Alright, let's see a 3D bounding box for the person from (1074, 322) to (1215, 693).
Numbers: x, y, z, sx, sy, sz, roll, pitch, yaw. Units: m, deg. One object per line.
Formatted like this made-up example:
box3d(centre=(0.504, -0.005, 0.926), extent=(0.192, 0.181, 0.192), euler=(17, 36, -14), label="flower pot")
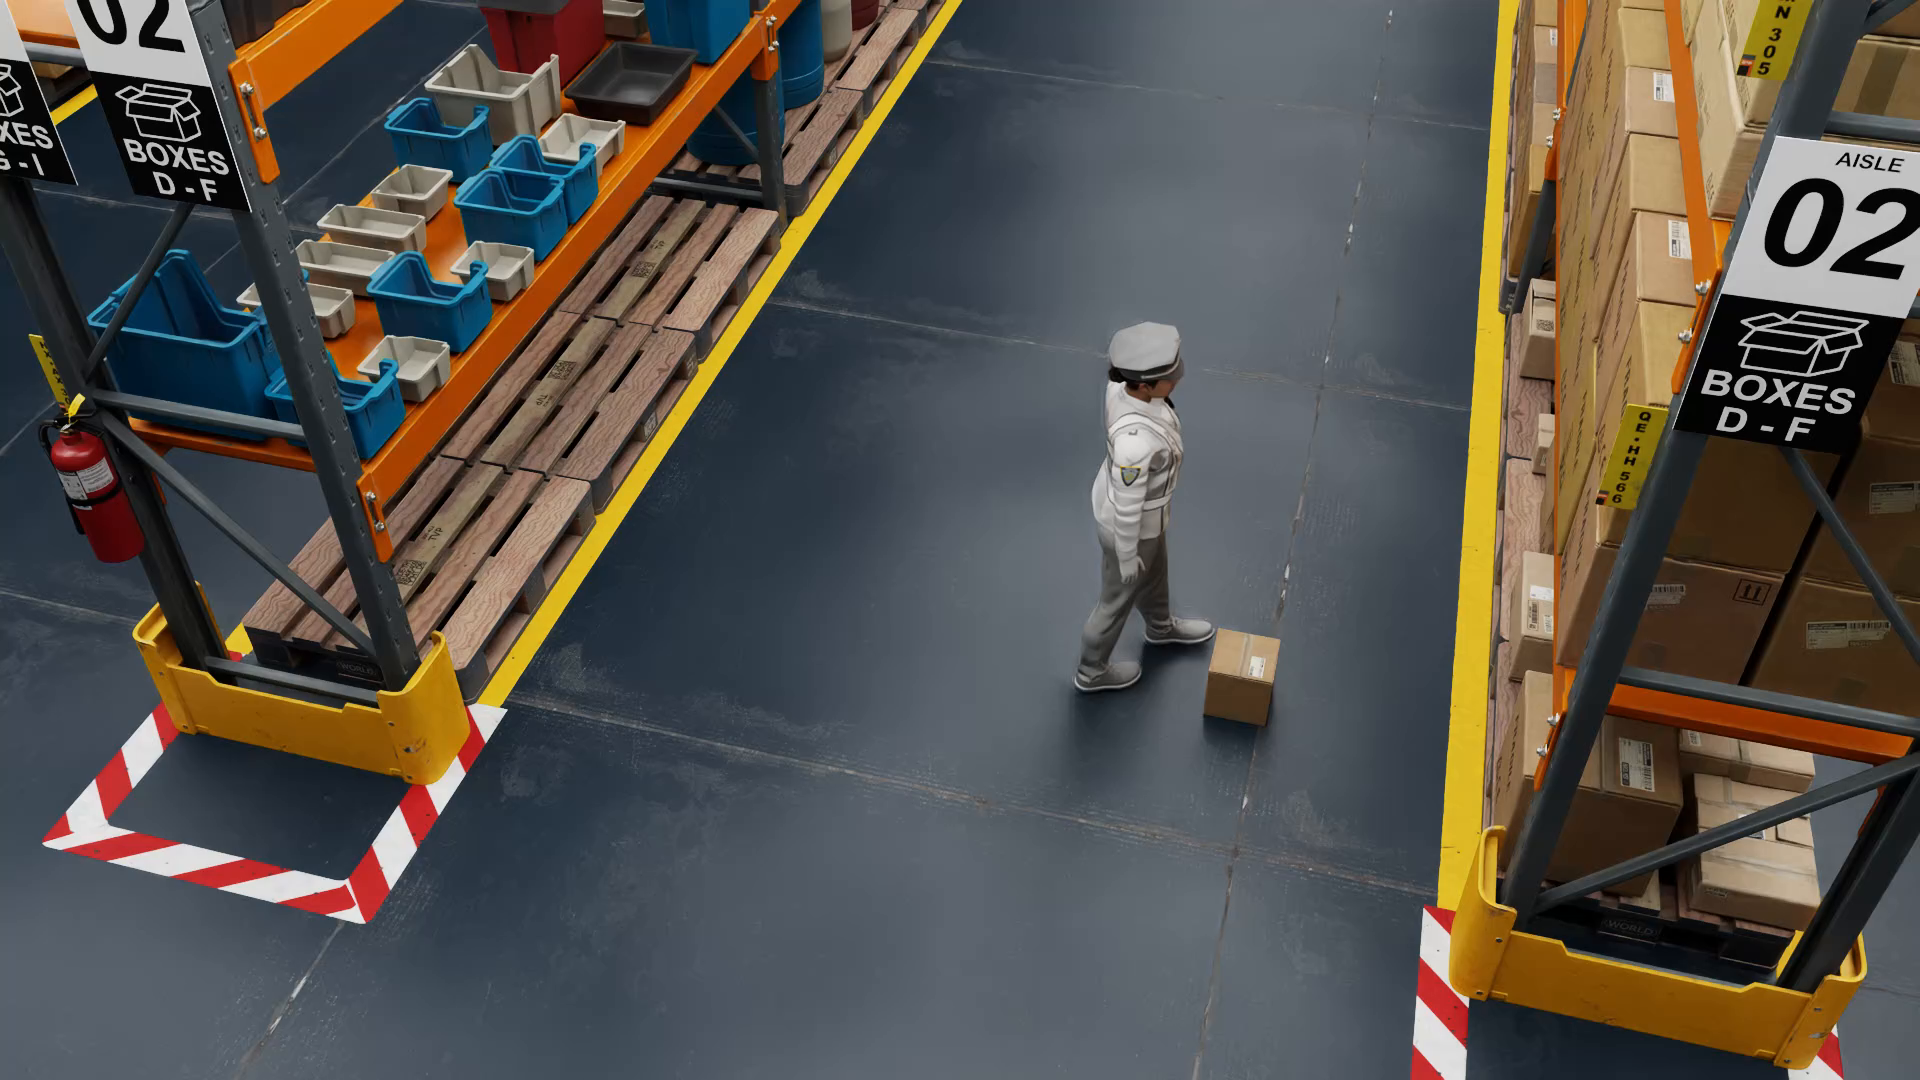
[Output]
box3d(centre=(0.757, -0.089, 6.242), extent=(0.589, 1.671, 0.502), euler=(0, 41, 0), label="person")
